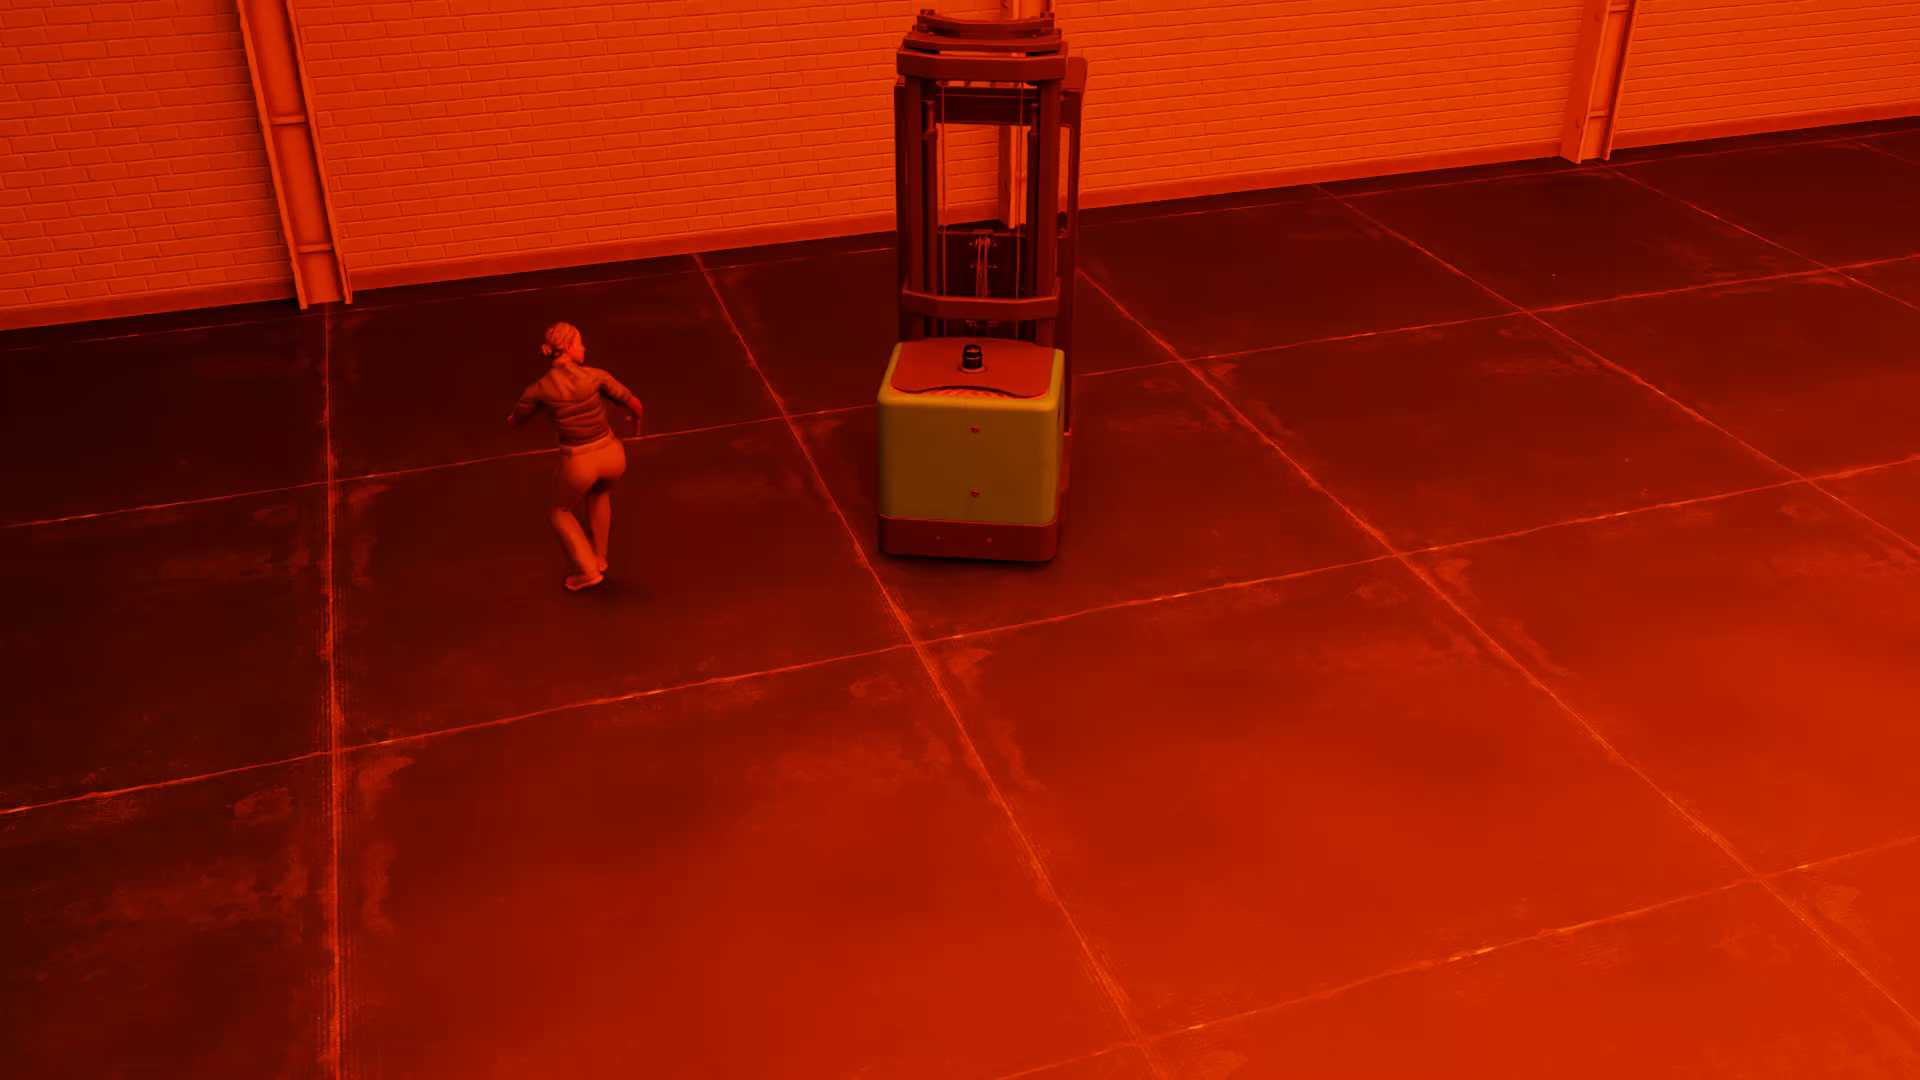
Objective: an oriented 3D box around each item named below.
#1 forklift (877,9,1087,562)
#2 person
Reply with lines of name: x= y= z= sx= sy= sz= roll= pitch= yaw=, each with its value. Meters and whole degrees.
forklift: x=0.189 y=-1.853 z=10.308 sx=1.130 sy=2.935 sz=3.031 roll=3 pitch=30 yaw=5
person: x=-2.139 y=-0.512 z=9.357 sx=0.741 sy=1.558 sz=0.712 roll=-15 pitch=33 yaw=-24
